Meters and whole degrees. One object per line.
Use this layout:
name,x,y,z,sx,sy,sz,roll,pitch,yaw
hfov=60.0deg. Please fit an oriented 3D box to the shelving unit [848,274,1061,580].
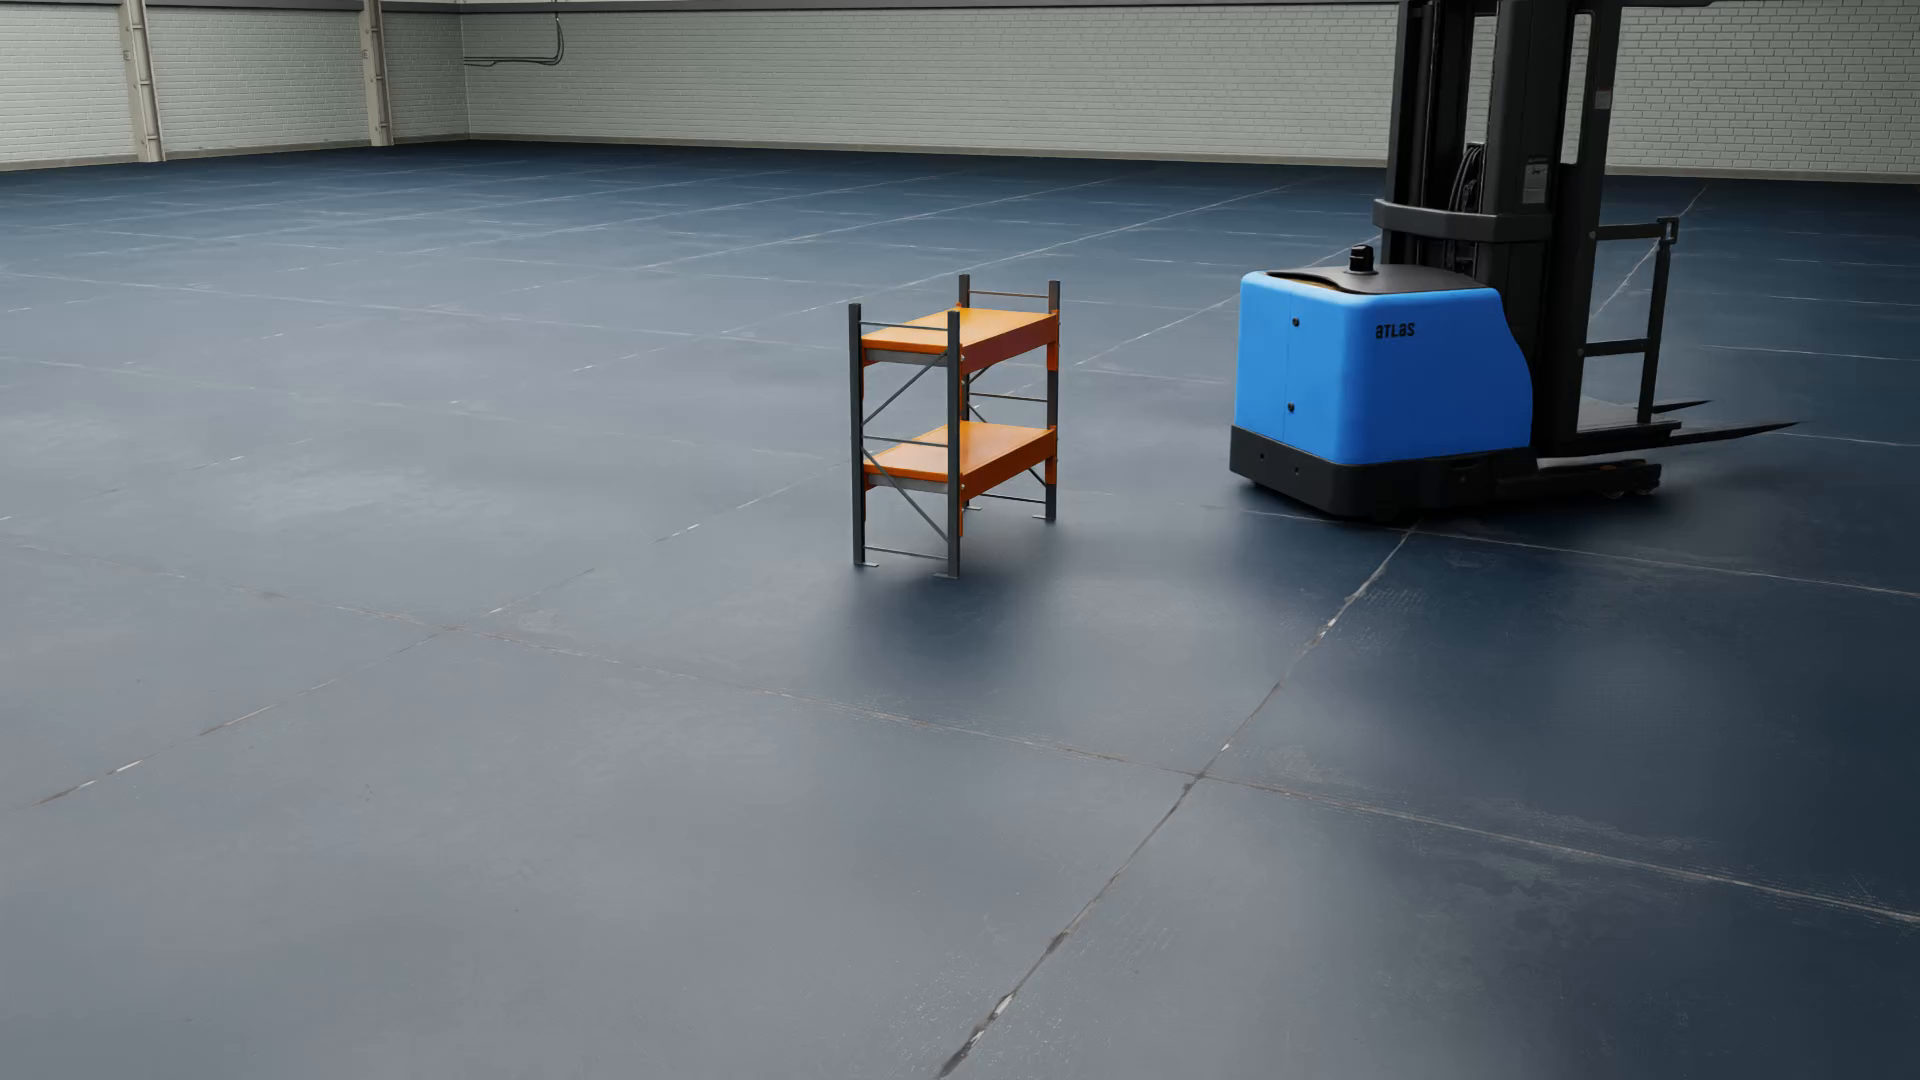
shelving unit,-0.003,-0.537,7.358,0.538,1.125,1.048,8,18,25

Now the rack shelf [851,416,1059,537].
rack shelf,-0.003,-0.303,7.428,0.538,0.278,1.000,8,18,25

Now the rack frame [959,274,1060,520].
rack frame,0.224,-0.667,7.794,0.500,1.125,0.032,8,18,25

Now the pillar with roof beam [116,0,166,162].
pillar with roof beam,-11.807,-11.102,29.097,9.100,9.000,0.400,8,18,25

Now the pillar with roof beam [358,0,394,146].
pillar with roof beam,-9.126,-12.630,34.243,9.100,9.000,0.400,8,18,25

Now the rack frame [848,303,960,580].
rack frame,-0.230,-0.408,6.922,0.500,1.125,0.032,8,18,25

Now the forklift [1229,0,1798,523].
forklift,2.939,-1.739,8.230,3.031,2.935,1.130,-7,18,-22

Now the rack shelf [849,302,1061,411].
rack shelf,-0.003,-0.818,7.275,0.538,0.278,1.000,8,18,25

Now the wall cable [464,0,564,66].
wall cable,-10.478,-12.271,38.489,3.097,2.526,0.112,8,18,25
